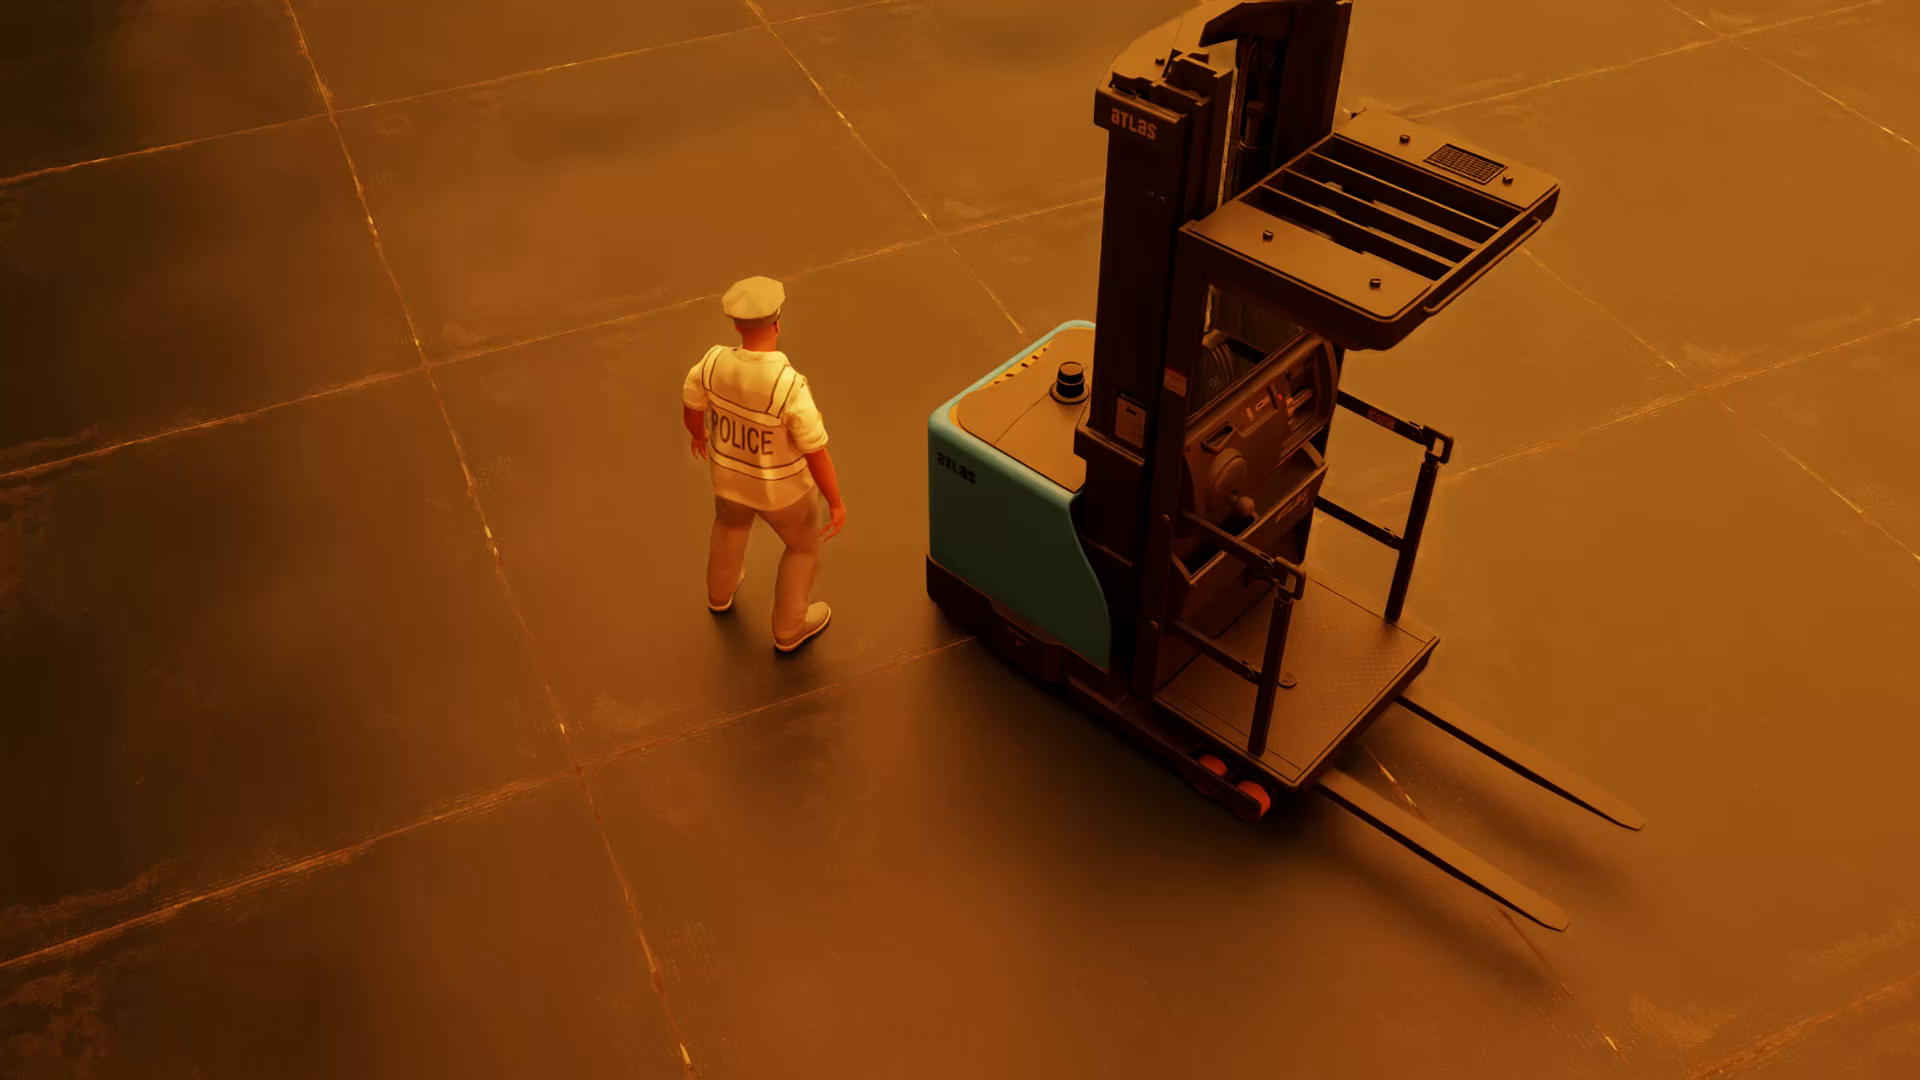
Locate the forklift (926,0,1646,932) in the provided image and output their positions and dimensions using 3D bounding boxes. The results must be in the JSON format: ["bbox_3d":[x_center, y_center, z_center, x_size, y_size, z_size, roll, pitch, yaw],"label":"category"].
[{"bbox_3d":[1.279,-0.361,6.067,3.031,2.935,1.130,32,52,30],"label":"forklift"}]

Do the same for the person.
[{"bbox_3d":[-0.810,-0.284,6.873,0.787,1.721,0.440,17,46,18],"label":"person"}]
